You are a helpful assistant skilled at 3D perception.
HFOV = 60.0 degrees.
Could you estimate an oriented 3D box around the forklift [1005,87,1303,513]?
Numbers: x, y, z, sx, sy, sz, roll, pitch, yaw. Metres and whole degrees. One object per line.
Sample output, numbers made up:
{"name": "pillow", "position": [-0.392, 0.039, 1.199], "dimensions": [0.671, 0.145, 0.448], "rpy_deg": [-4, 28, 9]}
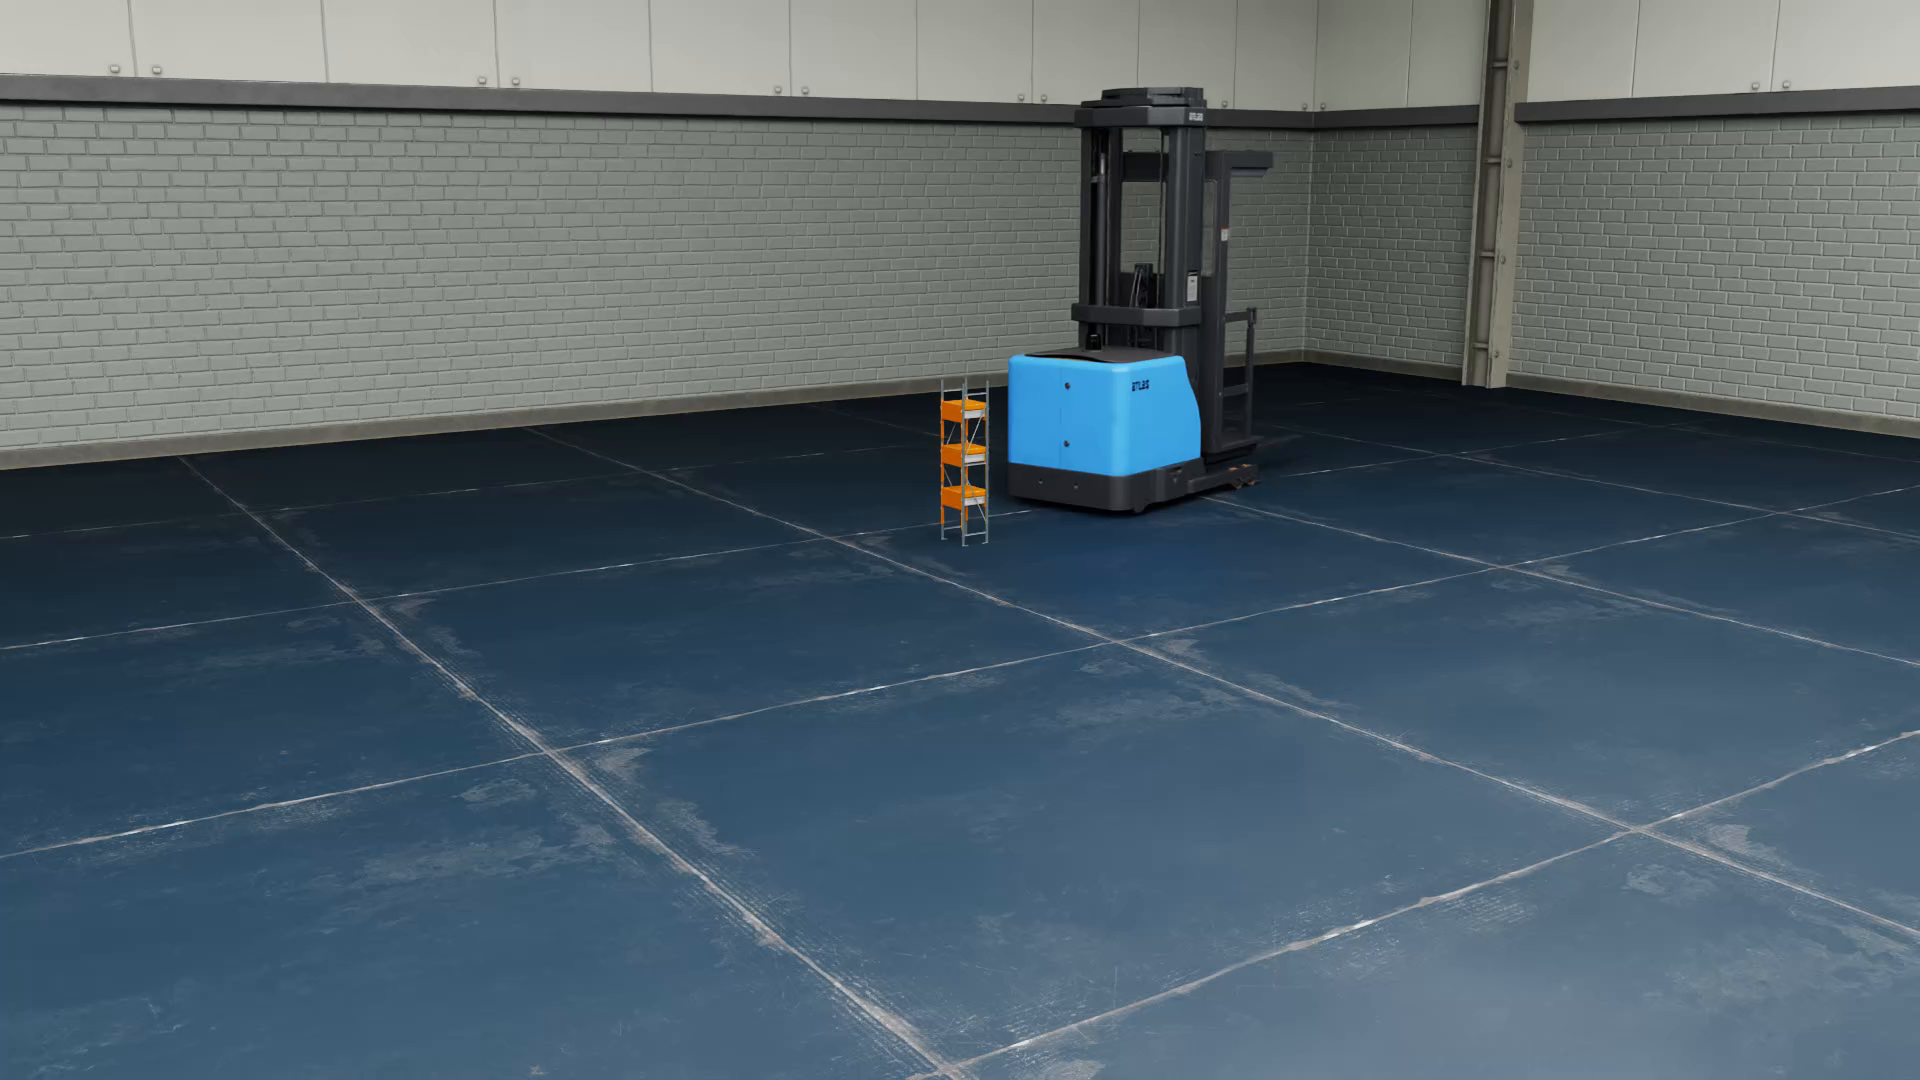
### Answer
{"name": "forklift", "position": [1.641, -1.876, 12.577], "dimensions": [1.130, 2.935, 3.031], "rpy_deg": [10, 16, 38]}

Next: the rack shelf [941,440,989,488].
{"name": "rack shelf", "position": [0.030, -0.493, 10.708], "dimensions": [0.215, 0.259, 0.240], "rpy_deg": [-8, 15, -33]}

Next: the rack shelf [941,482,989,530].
{"name": "rack shelf", "position": [0.030, -0.222, 10.768], "dimensions": [0.215, 0.259, 0.240], "rpy_deg": [-8, 15, -33]}

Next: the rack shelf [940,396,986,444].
{"name": "rack shelf", "position": [0.030, -0.770, 10.648], "dimensions": [0.215, 0.259, 0.240], "rpy_deg": [-8, 15, -33]}

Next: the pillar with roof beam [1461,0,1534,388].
{"name": "pillar with roof beam", "position": [2.364, -5.639, 15.582], "dimensions": [9.100, 9.000, 0.400], "rpy_deg": [-8, 15, -33]}

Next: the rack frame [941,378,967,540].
{"name": "rack frame", "position": [-0.038, -0.525, 10.805], "dimensions": [0.200, 1.050, 0.008], "rpy_deg": [-8, 15, -33]}

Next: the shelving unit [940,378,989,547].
{"name": "shelving unit", "position": [0.030, -0.503, 10.706], "dimensions": [0.215, 1.050, 0.252], "rpy_deg": [-8, 15, -33]}

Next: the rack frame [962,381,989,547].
{"name": "rack frame", "position": [0.097, -0.482, 10.607], "dimensions": [0.200, 1.050, 0.008], "rpy_deg": [-8, 15, -33]}
